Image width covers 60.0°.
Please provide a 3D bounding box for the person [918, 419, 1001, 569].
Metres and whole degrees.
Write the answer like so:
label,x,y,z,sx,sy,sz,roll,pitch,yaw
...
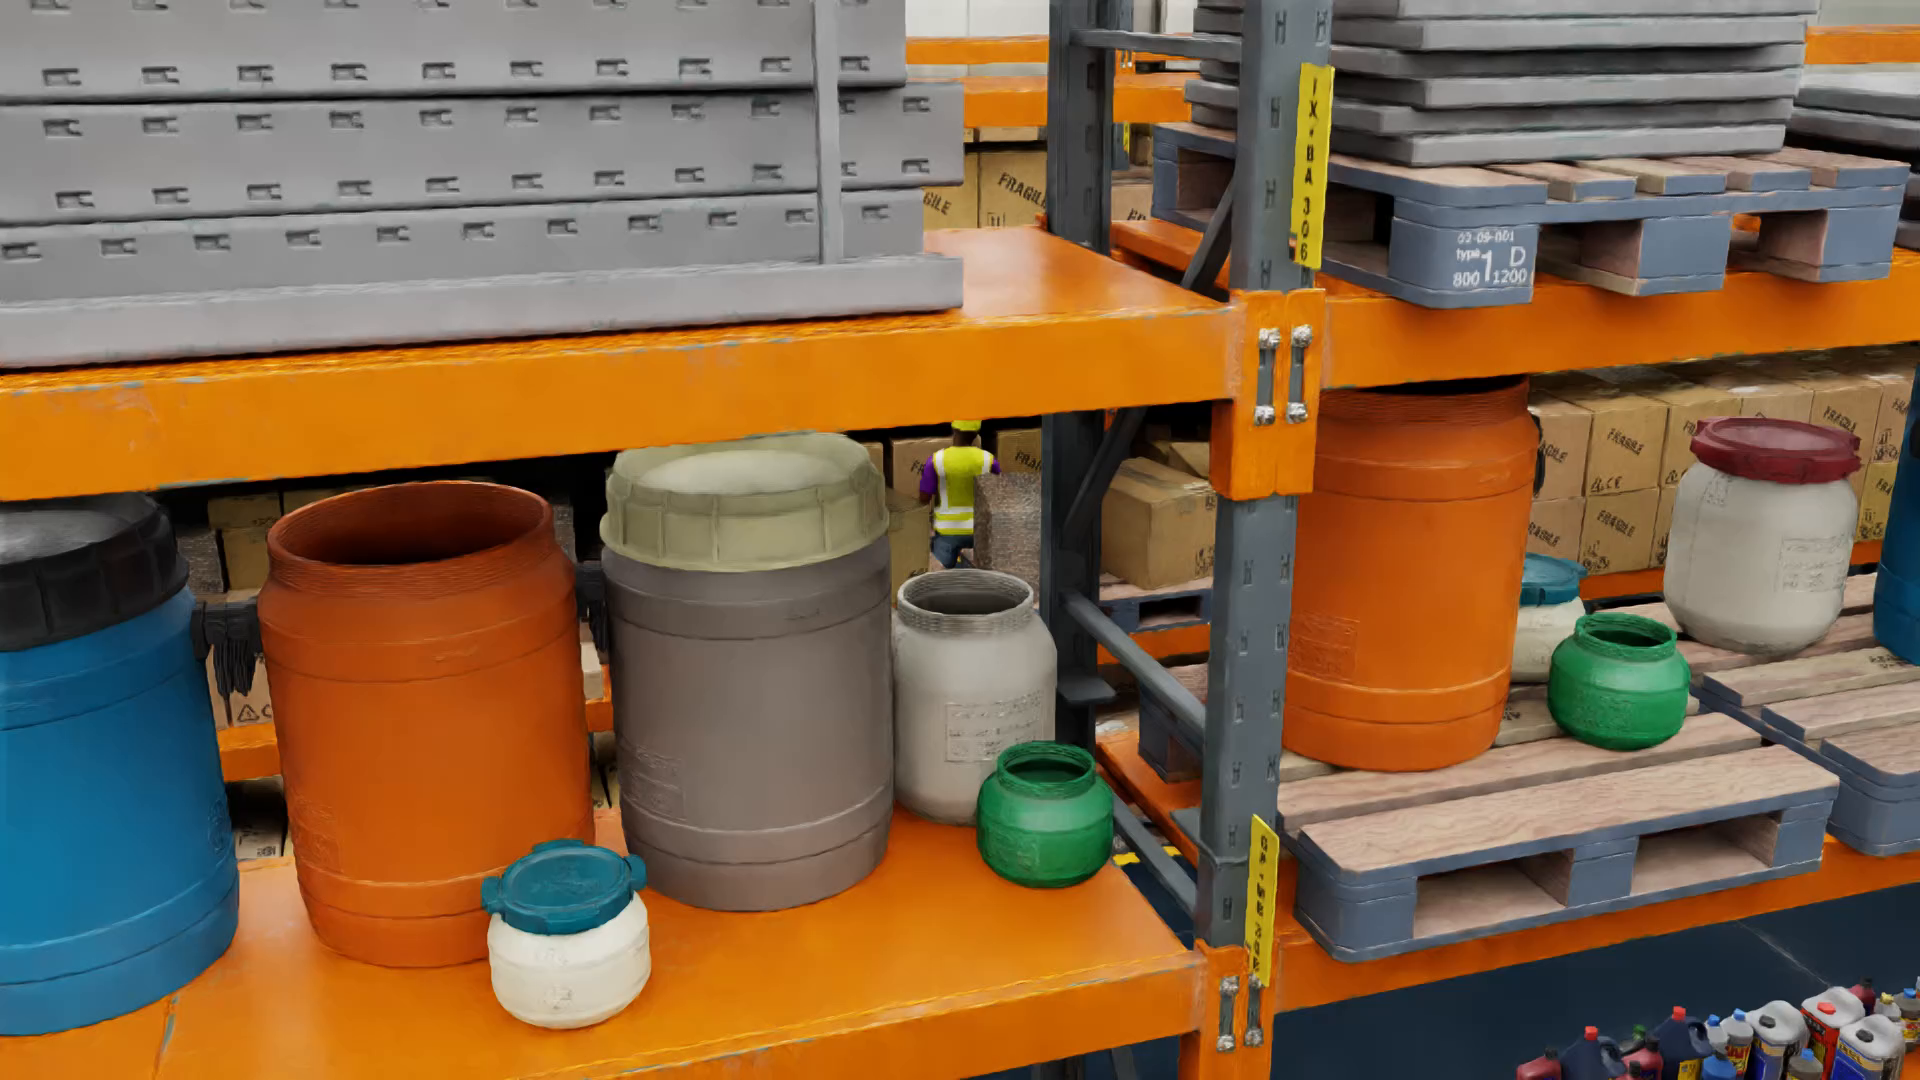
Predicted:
label,x,y,z,sx,sy,sz,roll,pitch,yaw
person,-0.019,-0.067,11.734,0.635,1.762,0.598,-3,19,-8
